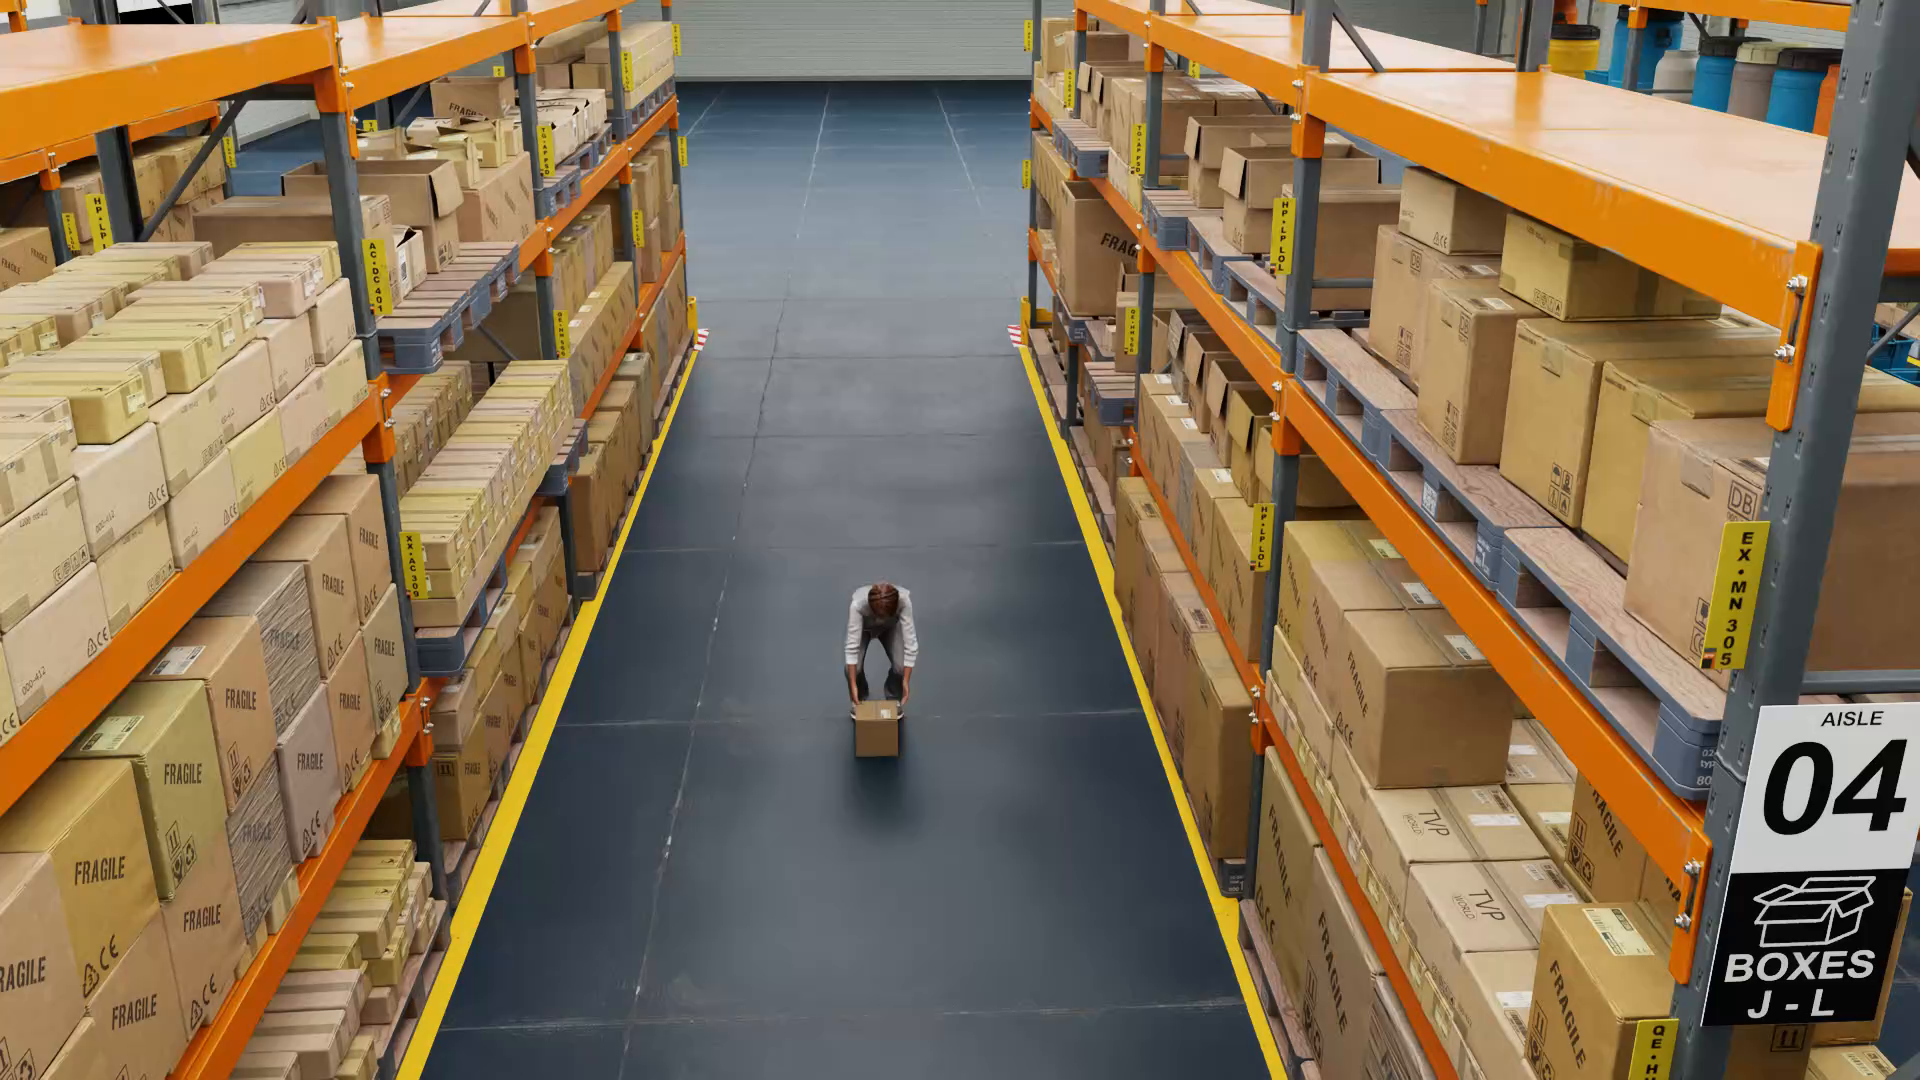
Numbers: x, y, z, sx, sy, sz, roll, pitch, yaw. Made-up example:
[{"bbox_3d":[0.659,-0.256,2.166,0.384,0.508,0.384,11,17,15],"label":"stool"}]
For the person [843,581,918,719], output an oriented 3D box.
[{"bbox_3d":[-0.492,0.637,10.223,0.456,1.022,0.769,-1,21,-3],"label":"person"}]
